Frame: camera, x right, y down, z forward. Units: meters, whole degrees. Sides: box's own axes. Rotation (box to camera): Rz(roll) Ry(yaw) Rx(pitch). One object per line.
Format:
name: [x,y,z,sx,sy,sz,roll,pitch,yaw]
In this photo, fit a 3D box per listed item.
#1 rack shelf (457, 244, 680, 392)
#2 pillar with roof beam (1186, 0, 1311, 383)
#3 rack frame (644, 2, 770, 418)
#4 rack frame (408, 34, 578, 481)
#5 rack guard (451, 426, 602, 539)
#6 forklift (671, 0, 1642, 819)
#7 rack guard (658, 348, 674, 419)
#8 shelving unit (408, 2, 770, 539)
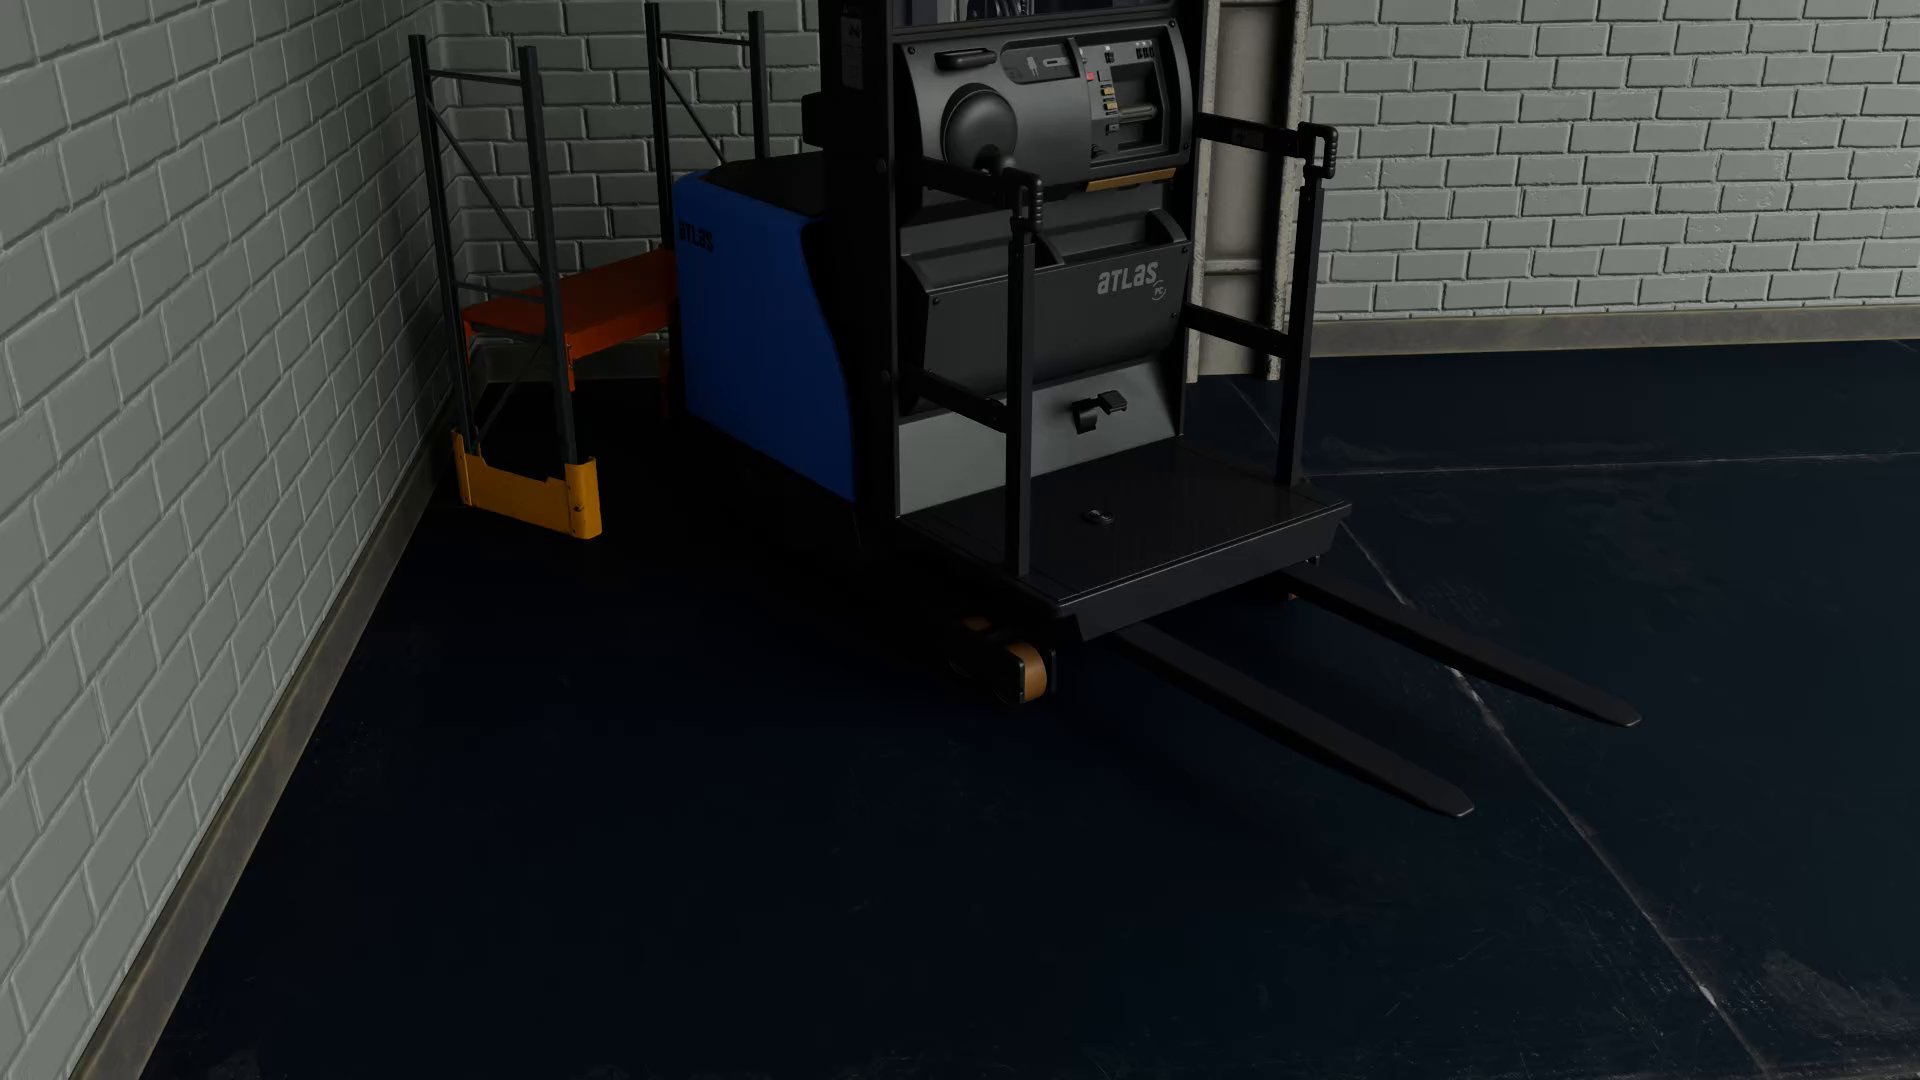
rack shelf: [-1.139,-0.765,5.568,0.538,0.185,1.000,15,28,30]
pillar with roof beam: [1.500,-3.073,1.084,0.400,9.000,9.100,-2,24,-5]
rack frame: [-0.864,-1.104,5.886,0.500,1.500,0.032,15,28,30]
rack frame: [-1.413,-0.756,5.104,0.500,1.500,0.032,15,28,30]
rack guard: [-1.403,-0.192,5.373,0.587,0.250,0.087,15,28,30]
forklift: [0.376,-1.138,4.201,1.130,2.935,3.031,-17,29,-33]
rack guard: [-0.865,-0.532,6.139,0.587,0.250,0.087,15,28,30]
shelving unit: [-1.134,-0.933,5.502,0.587,1.500,1.083,15,28,30]
